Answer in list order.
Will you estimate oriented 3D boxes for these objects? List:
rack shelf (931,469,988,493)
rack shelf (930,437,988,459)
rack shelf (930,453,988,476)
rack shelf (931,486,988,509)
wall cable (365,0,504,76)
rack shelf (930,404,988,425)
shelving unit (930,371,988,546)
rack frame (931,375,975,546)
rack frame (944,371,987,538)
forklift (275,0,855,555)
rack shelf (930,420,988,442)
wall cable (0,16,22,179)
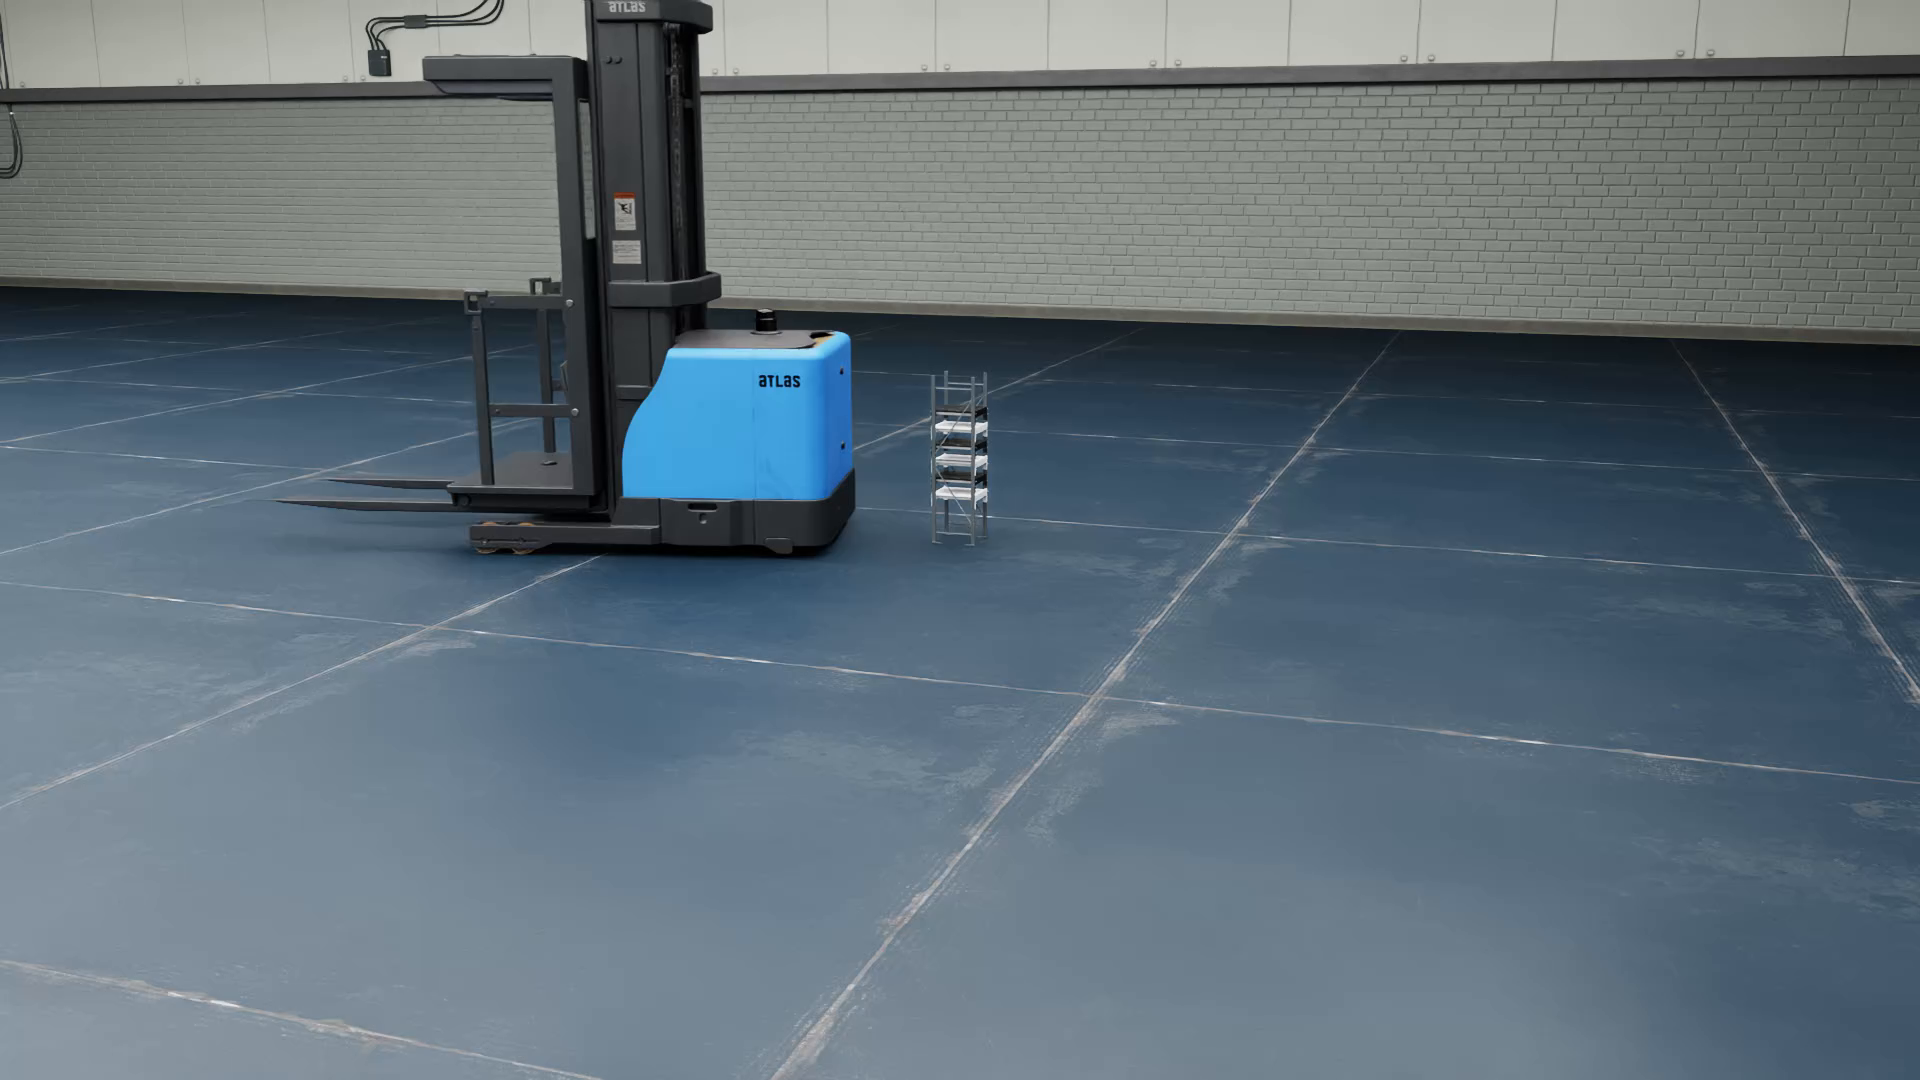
[{"bbox_3d":[-0.003,-0.317,8.908,0.258,0.077,0.200,4,14,18],"label":"rack shelf"},{"bbox_3d":[-0.003,-0.492,8.868,0.258,0.077,0.200,4,14,18],"label":"rack shelf"},{"bbox_3d":[-0.003,-0.405,8.888,0.258,0.077,0.200,4,14,18],"label":"rack shelf"},{"bbox_3d":[-0.003,-0.229,8.928,0.258,0.077,0.200,4,14,18],"label":"rack shelf"},{"bbox_3d":[-7.430,-9.562,23.016,2.305,6.003,0.169,4,14,18],"label":"wall cable"},{"bbox_3d":[-0.003,-0.668,8.828,0.258,0.077,0.200,4,14,18],"label":"rack shelf"},{"bbox_3d":[-0.003,-0.437,8.880,0.258,0.900,0.210,4,14,18],"label":"shelving unit"},{"bbox_3d":[-0.036,-0.416,8.787,0.240,0.900,0.006,4,14,18],"label":"rack frame"},{"bbox_3d":[0.030,-0.458,8.974,0.240,0.900,0.006,4,14,18],"label":"rack frame"},{"bbox_3d":[-2.140,-1.469,8.835,3.031,2.935,1.130,1,13,5],"label":"forklift"},{"bbox_3d":[-0.003,-0.580,8.848,0.258,0.077,0.200,4,14,18],"label":"rack shelf"},{"bbox_3d":[-16.407,-7.077,26.749,3.097,2.526,0.112,4,14,18],"label":"wall cable"}]
